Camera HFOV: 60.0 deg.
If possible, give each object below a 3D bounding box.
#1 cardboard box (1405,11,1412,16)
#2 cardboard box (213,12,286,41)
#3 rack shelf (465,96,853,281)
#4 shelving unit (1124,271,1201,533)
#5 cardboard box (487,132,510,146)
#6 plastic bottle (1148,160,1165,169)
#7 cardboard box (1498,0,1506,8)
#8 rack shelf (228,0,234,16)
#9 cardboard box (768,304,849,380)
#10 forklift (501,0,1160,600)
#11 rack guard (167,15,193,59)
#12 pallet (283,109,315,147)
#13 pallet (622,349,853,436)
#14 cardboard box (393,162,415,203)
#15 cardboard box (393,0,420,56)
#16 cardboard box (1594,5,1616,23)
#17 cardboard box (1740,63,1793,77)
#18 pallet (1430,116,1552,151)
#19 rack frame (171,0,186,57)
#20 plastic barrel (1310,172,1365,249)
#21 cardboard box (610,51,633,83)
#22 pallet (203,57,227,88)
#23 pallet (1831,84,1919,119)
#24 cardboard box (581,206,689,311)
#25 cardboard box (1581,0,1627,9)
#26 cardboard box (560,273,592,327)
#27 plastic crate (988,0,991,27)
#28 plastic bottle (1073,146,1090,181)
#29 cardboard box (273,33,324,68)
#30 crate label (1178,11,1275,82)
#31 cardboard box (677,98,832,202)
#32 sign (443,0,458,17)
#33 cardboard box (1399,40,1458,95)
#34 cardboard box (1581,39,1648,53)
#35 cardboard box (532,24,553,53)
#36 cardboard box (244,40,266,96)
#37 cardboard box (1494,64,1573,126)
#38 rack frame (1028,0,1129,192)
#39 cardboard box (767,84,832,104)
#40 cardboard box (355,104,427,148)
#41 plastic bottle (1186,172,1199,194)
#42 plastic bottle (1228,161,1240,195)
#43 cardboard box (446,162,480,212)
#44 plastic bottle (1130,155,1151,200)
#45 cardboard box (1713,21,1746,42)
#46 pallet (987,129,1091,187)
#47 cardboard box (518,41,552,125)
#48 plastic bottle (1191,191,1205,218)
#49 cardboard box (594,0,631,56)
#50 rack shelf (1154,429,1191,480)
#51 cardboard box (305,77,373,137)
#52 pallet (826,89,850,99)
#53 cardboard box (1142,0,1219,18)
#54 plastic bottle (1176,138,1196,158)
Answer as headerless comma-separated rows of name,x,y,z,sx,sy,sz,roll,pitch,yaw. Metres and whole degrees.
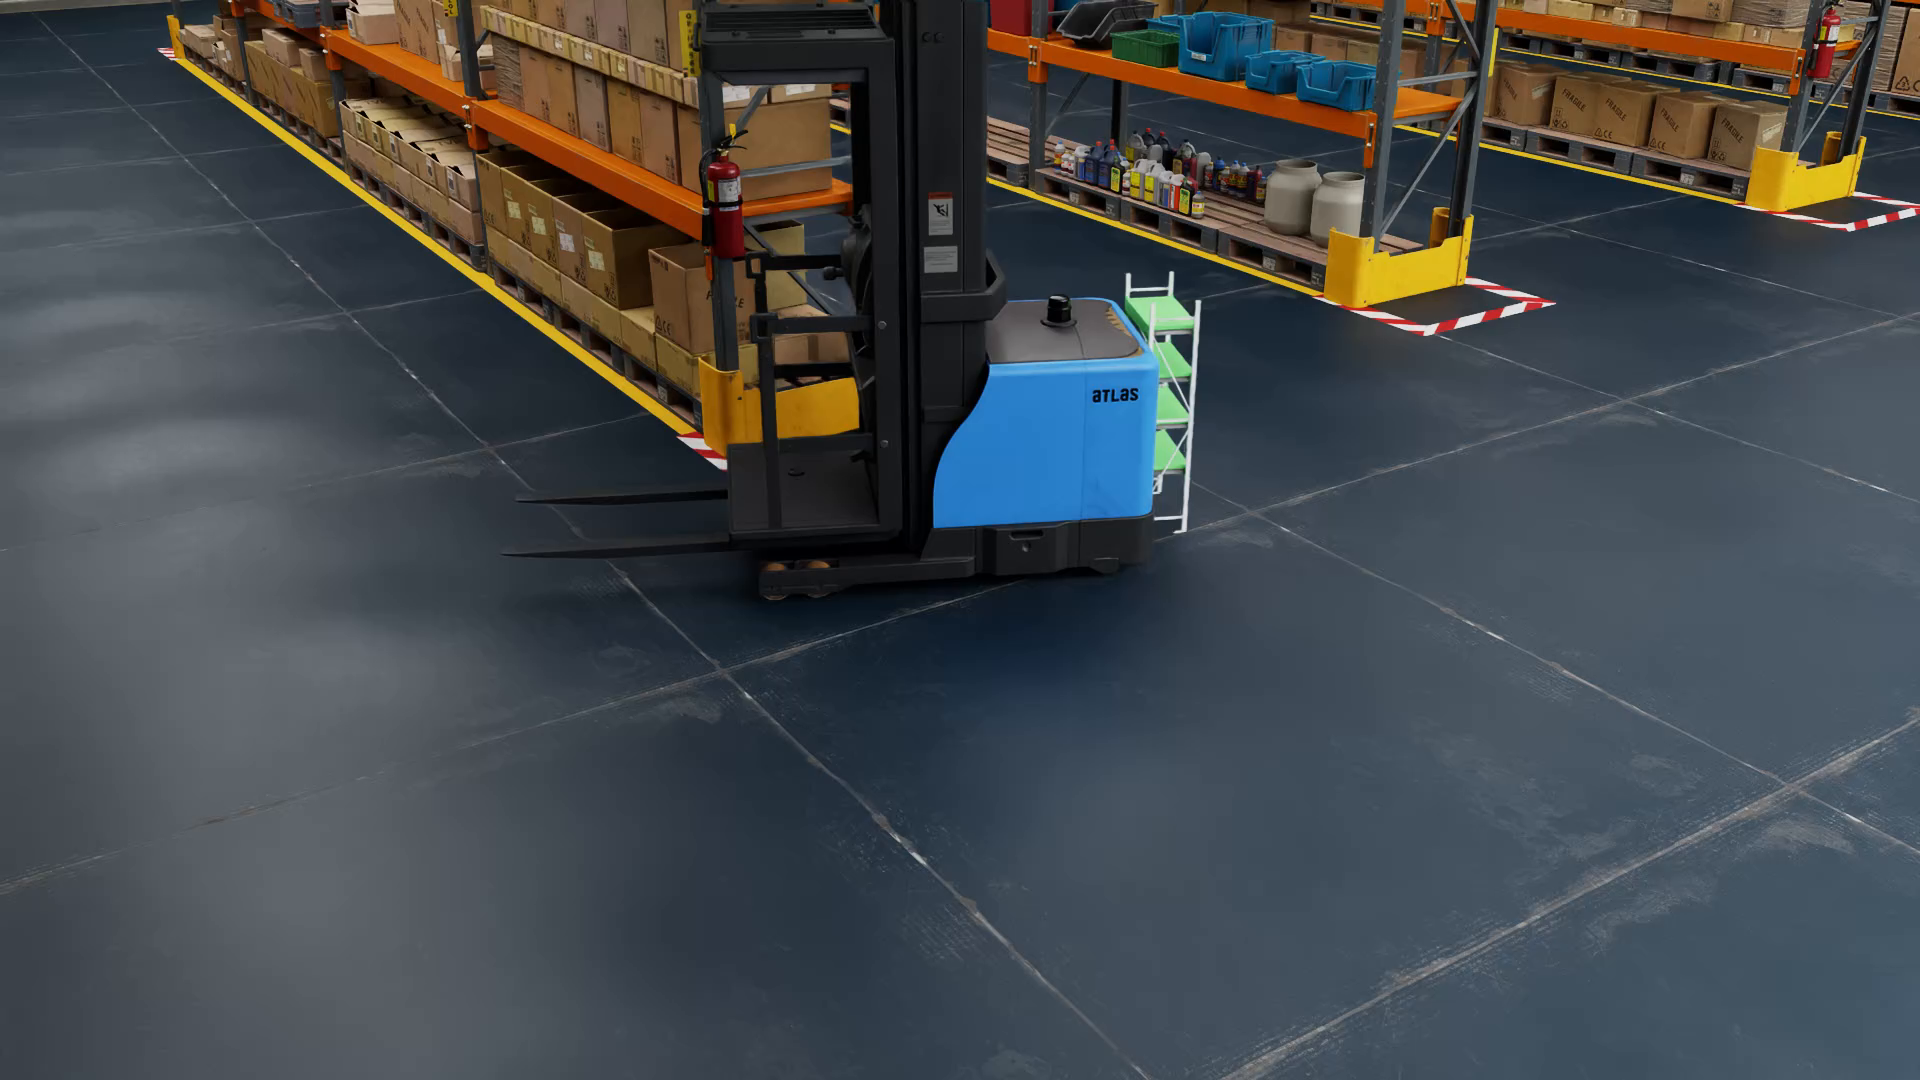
cardboard box,6.383,-7.715,23.515,0.500,0.500,0.500,-14,29,-28
cardboard box,-8.485,-6.039,19.937,0.797,0.503,0.637,-16,29,-30
rack shelf,-1.996,-2.396,10.654,1.077,0.370,4.000,-16,29,-30
shelving unit,0.977,-0.679,8.283,0.258,1.200,0.503,-4,26,-7
cardboard box,-3.657,-3.208,13.603,0.500,0.311,0.500,-17,30,-31
plastic bottle,1.603,-2.995,13.756,0.152,0.276,0.135,-16,29,-30
cardboard box,5.365,-5.308,16.274,0.380,0.149,0.250,-16,29,-30
rack shelf,-8.547,-6.688,19.746,1.077,0.370,4.000,-16,29,-30
cardboard box,-1.011,-1.196,9.999,0.500,0.250,0.500,-16,29,-30
forklift,-0.641,-1.288,7.545,3.031,2.935,1.130,-3,25,-7
rack guard,-9.597,-6.571,21.584,1.175,0.500,0.348,-16,29,-30
pallet,-6.309,-4.318,17.150,1.003,0.211,1.213,-16,29,-30
pallet,-1.357,-1.009,10.139,1.003,0.211,1.213,-16,29,-30
cardboard box,-4.388,-3.010,13.842,0.500,0.250,0.500,-15,29,-29
cardboard box,-4.342,-4.316,13.762,0.500,0.500,0.500,-17,30,-32
cardboard box,6.084,-4.871,15.349,0.380,0.149,0.250,-16,29,-30
cardboard box,9.710,-5.851,19.128,0.875,0.875,0.875,-15,29,-29
pallet,5.610,-4.251,17.007,1.003,0.211,1.213,-16,29,-30
rack frame,-9.639,-7.729,21.108,1.000,3.000,0.127,-16,29,-30
plastic barrel,2.825,-2.441,12.330,0.421,0.512,0.421,0,25,0
cardboard box,-1.836,-2.806,9.803,0.380,0.149,0.250,-15,29,-28
pallet,-8.499,-5.719,20.119,1.003,0.211,1.213,-16,29,-30
pallet,10.445,-4.876,18.331,1.003,0.211,1.213,-16,29,-30
cardboard box,-2.005,-1.768,10.332,0.500,0.500,0.500,-16,29,-30
cardboard box,6.247,-5.217,15.323,0.875,0.500,0.500,-16,29,-30
cardboard box,-2.274,-1.609,10.874,0.500,0.250,0.500,-16,29,-30
plastic crate,0.201,-4.904,15.144,0.392,0.384,0.575,-16,29,-30
plastic bottle,1.070,-3.231,14.257,0.152,0.276,0.135,-14,29,-28
cardboard box,-6.575,-4.939,16.733,0.500,0.250,0.500,-16,30,-31
crate label,2.016,-3.770,12.681,0.502,0.435,0.616,-16,29,-30
cardboard box,-1.149,-2.221,9.324,0.700,0.500,0.500,-16,29,-30
sign,-3.537,-3.794,11.510,0.100,0.325,0.005,-16,29,-30
cardboard box,4.897,-5.037,17.819,0.700,0.500,0.500,-18,31,-33
cardboard box,8.487,-6.583,20.825,1.050,0.750,0.750,-16,29,-30
cardboard box,-2.545,-3.269,10.783,0.380,0.149,0.250,-17,30,-31
cardboard box,-7.395,-5.137,18.030,0.500,0.500,0.500,-17,30,-32
cardboard box,5.718,-4.448,16.594,0.500,0.500,0.500,-6,26,-13
rack frame,1.064,-4.590,14.458,1.000,3.000,0.127,-16,29,-30
cardboard box,-0.938,-2.535,9.229,0.380,0.149,0.250,-16,30,-30
cardboard box,-4.938,-3.626,14.489,0.500,0.311,0.500,-16,30,-31
plastic bottle,1.852,-2.806,13.346,0.061,0.283,0.133,-16,29,-30
plastic bottle,2.277,-3.003,13.779,0.097,0.271,0.097,0,25,0
cardboard box,-3.549,-2.715,12.559,0.500,0.311,0.500,-16,29,-30
plastic bottle,1.492,-2.986,13.648,0.144,0.351,0.185,-16,30,-30
cardboard box,6.754,-4.420,14.394,0.380,0.149,0.250,-16,29,-30
pallet,0.603,-3.600,15.629,1.003,0.211,1.213,-16,29,-30
cardboard box,-2.547,-3.137,11.265,0.700,0.500,0.500,-16,30,-30
plastic bottle,1.878,-2.647,13.106,0.097,0.201,0.097,0,25,0
cardboard box,-1.745,-3.194,9.864,0.700,0.500,0.500,-15,29,-29
rack shelf,0.977,-0.404,8.413,0.258,0.148,0.480,-4,26,-7
cardboard box,-5.979,-4.216,16.079,0.500,0.500,0.500,-14,29,-28
pallet,-1.585,-5.032,18.661,1.003,0.211,1.213,-16,29,-30
cardboard box,2.671,-6.655,20.831,1.225,0.875,0.875,-17,30,-32
plastic bottle,1.938,-3.243,14.194,0.144,0.351,0.185,-16,29,-30
